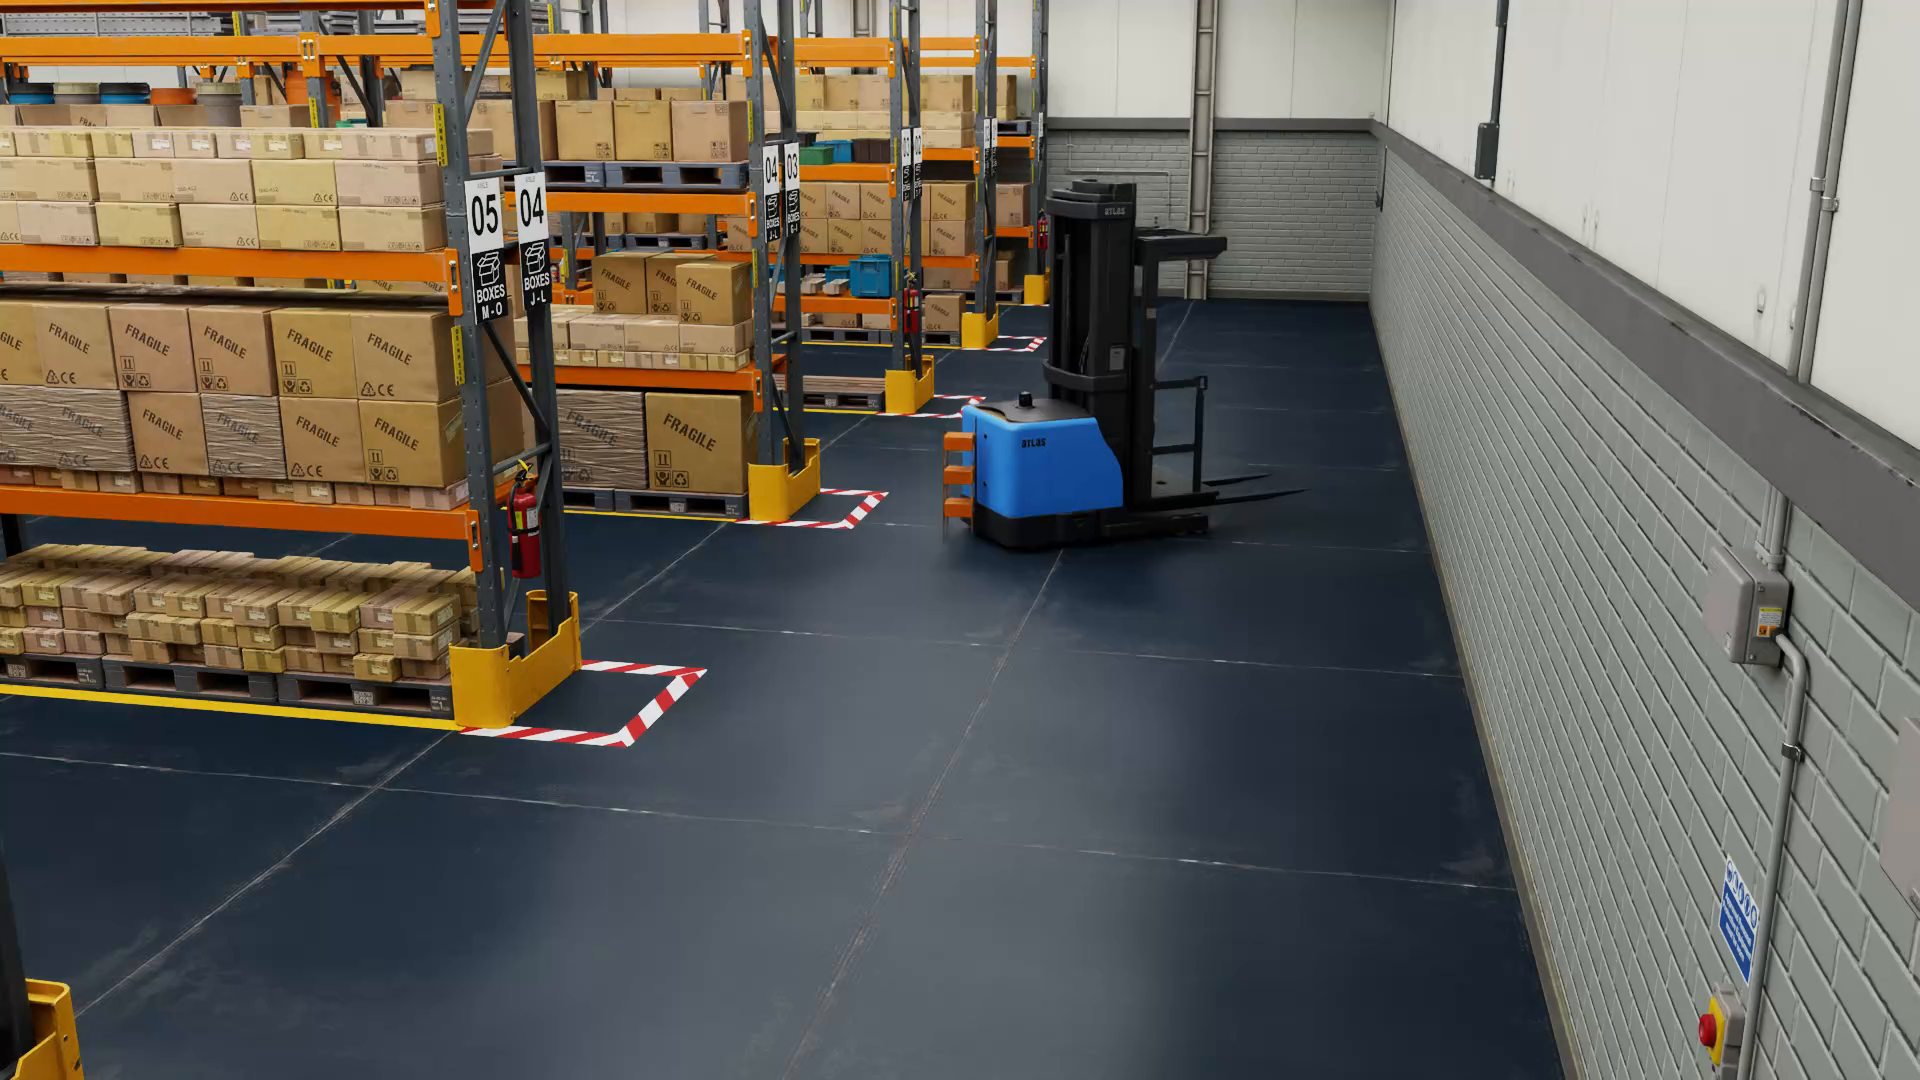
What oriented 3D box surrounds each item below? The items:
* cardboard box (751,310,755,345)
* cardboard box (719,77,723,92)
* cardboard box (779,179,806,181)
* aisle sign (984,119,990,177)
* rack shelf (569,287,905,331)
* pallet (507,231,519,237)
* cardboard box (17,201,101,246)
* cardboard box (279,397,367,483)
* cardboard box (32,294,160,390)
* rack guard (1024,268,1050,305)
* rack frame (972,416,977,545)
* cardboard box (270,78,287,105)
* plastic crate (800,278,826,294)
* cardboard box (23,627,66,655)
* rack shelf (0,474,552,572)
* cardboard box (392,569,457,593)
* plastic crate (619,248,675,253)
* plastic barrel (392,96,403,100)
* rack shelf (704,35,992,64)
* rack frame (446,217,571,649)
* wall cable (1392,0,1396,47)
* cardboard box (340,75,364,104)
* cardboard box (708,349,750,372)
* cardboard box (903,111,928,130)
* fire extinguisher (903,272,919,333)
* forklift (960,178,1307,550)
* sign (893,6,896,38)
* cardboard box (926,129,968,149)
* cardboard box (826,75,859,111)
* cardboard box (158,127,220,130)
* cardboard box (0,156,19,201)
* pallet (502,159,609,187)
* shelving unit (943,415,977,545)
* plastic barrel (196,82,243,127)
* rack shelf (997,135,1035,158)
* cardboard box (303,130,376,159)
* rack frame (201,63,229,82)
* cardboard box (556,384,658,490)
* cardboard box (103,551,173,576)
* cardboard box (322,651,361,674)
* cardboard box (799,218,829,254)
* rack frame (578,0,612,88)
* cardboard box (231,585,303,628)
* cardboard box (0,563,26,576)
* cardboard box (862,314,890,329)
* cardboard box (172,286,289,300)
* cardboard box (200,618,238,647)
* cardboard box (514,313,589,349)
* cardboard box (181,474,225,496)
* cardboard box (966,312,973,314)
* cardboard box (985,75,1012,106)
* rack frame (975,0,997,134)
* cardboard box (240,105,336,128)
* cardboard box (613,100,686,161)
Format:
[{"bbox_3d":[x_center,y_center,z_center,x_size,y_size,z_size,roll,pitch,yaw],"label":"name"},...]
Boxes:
[{"bbox_3d":[-2.021,-1.931,15.068,0.500,0.250,0.500,3,16,10],"label":"cardboard box"},{"bbox_3d":[-3.944,-8.038,29.354,0.500,0.250,0.500,3,16,9],"label":"cardboard box"},{"bbox_3d":[-2.497,-5.112,24.768,0.500,0.500,0.500,3,16,10],"label":"cardboard box"},{"bbox_3d":[0.379,-5.524,23.445,0.004,0.787,0.394,3,16,11],"label":"aisle sign"},{"bbox_3d":[-2.578,-2.819,19.898,4.000,0.370,1.077,3,16,11],"label":"rack shelf"},{"bbox_3d":[-6.789,-4.670,25.593,1.003,0.211,1.213,3,16,11],"label":"pallet"},{"bbox_3d":[-5.212,-1.907,9.919,0.500,0.250,0.500,4,16,13],"label":"cardboard box"},{"bbox_3d":[-3.688,-0.648,9.969,0.500,0.500,0.500,3,16,10],"label":"cardboard box"},{"bbox_3d":[-5.220,-1.211,10.129,0.500,0.500,0.500,3,16,12],"label":"cardboard box"},{"bbox_3d":[1.380,-4.445,29.103,0.348,0.500,1.175,3,16,11],"label":"rack guard"},{"bbox_3d":[0.119,-0.490,13.794,0.008,1.050,0.200,2,16,9],"label":"rack frame"},{"bbox_3d":[-10.227,-6.863,25.619,0.500,0.500,0.500,5,16,16],"label":"cardboard box"},{"bbox_3d":[-1.734,-2.976,19.500,0.243,0.136,0.396,3,16,11],"label":"plastic crate"},{"bbox_3d":[-5.805,0.604,10.745,0.250,0.149,0.380,3,16,11],"label":"cardboard box"},{"bbox_3d":[-4.652,-0.231,10.555,4.000,0.370,1.077,3,16,11],"label":"rack shelf"},{"bbox_3d":[-3.432,0.313,10.681,0.250,0.149,0.380,3,16,12],"label":"cardboard box"},{"bbox_3d":[-3.713,-3.219,19.761,0.583,0.464,0.402,3,16,11],"label":"plastic crate"},{"bbox_3d":[-6.690,-5.143,20.281,0.433,0.535,0.433,0,15,0],"label":"plastic barrel"},{"bbox_3d":[-1.587,-7.004,23.774,4.000,0.370,1.077,3,16,11],"label":"rack shelf"},{"bbox_3d":[-2.692,-0.472,10.075,0.127,3.000,1.000,3,16,11],"label":"rack frame"},{"bbox_3d":[6.289,-8.378,23.734,0.112,2.526,3.097,3,16,11],"label":"wall cable"},{"bbox_3d":[-10.948,-8.230,30.368,0.500,0.500,0.500,2,16,6],"label":"cardboard box"},{"bbox_3d":[-2.020,-1.575,14.531,0.250,0.149,0.380,3,16,12],"label":"cardboard box"},{"bbox_3d":[-0.671,-5.956,23.601,0.500,0.250,0.500,3,16,11],"label":"cardboard box"},{"bbox_3d":[-0.561,-2.715,19.019,0.183,0.674,0.296,3,16,11],"label":"fire extinguisher"},{"bbox_3d":[1.569,-1.568,14.162,3.031,2.935,1.130,-7,17,-23],"label":"forklift"},{"bbox_3d":[-0.712,-5.650,18.137,0.005,0.325,0.100,3,16,11],"label":"sign"},{"bbox_3d":[-0.183,-5.687,23.564,0.500,0.250,0.500,3,16,11],"label":"cardboard box"},{"bbox_3d":[-1.590,-6.452,23.986,0.500,0.500,0.700,3,16,11],"label":"cardboard box"},{"bbox_3d":[-4.726,-2.475,10.288,0.250,0.149,0.380,3,16,10],"label":"cardboard box"},{"bbox_3d":[-5.701,-2.182,9.977,0.500,0.250,0.500,3,16,11],"label":"cardboard box"},{"bbox_3d":[-3.533,-3.268,14.716,1.213,0.211,1.003,3,16,11],"label":"pallet"},{"bbox_3d":[-0.001,-0.495,13.812,0.252,1.050,0.215,2,16,9],"label":"shelving unit"},{"bbox_3d":[-9.219,-5.273,20.849,0.600,0.901,0.600,0,15,0],"label":"plastic barrel"},{"bbox_3d":[-0.604,-6.856,28.853,4.000,0.370,1.077,3,16,11],"label":"rack shelf"},{"bbox_3d":[-3.551,-2.271,9.550,0.250,0.149,0.380,3,16,9],"label":"cardboard box"},{"bbox_3d":[-11.387,-7.884,25.598,0.127,3.000,1.000,3,16,11],"label":"rack frame"},{"bbox_3d":[-3.140,-1.004,15.190,0.875,0.875,0.875,3,16,11],"label":"cardboard box"},{"bbox_3d":[-5.469,0.200,11.090,0.250,0.149,0.380,4,16,13],"label":"cardboard box"},{"bbox_3d":[-3.764,0.703,10.390,0.250,0.149,0.380,3,16,11],"label":"cardboard box"},{"bbox_3d":[-2.110,-4.464,24.301,0.500,0.500,0.500,3,16,11],"label":"cardboard box"},{"bbox_3d":[-6.483,-8.968,29.509,0.127,3.000,1.000,3,16,11],"label":"rack frame"},{"bbox_3d":[-4.291,0.412,10.324,0.250,0.149,0.380,4,16,13],"label":"cardboard box"},{"bbox_3d":[-6.316,0.273,10.827,0.250,0.149,0.380,4,16,13],"label":"cardboard box"},{"bbox_3d":[-1.134,-3.265,24.486,0.500,0.250,0.500,3,16,11],"label":"cardboard box"},{"bbox_3d":[-4.580,-1.323,10.532,0.500,0.500,0.500,3,16,9],"label":"cardboard box"},{"bbox_3d":[-4.534,0.533,10.444,0.250,0.149,0.380,4,16,14],"label":"cardboard box"},{"bbox_3d":[-3.640,-1.872,14.854,0.500,0.250,0.500,3,16,11],"label":"cardboard box"},{"bbox_3d":[-4.576,-0.395,10.271,0.250,0.149,0.380,3,16,12],"label":"cardboard box"},{"bbox_3d":[0.031,-3.305,24.821,0.250,0.149,0.380,3,16,11],"label":"cardboard box"},{"bbox_3d":[0.585,-7.604,28.107,0.500,0.500,0.500,3,16,11],"label":"cardboard box"},{"bbox_3d":[0.373,-7.246,23.294,0.127,3.000,1.000,3,16,11],"label":"rack frame"},{"bbox_3d":[-6.095,-3.701,15.140,0.500,0.500,0.700,3,16,12],"label":"cardboard box"},{"bbox_3d":[-2.653,-3.583,14.528,0.500,0.500,0.700,3,16,9],"label":"cardboard box"}]
